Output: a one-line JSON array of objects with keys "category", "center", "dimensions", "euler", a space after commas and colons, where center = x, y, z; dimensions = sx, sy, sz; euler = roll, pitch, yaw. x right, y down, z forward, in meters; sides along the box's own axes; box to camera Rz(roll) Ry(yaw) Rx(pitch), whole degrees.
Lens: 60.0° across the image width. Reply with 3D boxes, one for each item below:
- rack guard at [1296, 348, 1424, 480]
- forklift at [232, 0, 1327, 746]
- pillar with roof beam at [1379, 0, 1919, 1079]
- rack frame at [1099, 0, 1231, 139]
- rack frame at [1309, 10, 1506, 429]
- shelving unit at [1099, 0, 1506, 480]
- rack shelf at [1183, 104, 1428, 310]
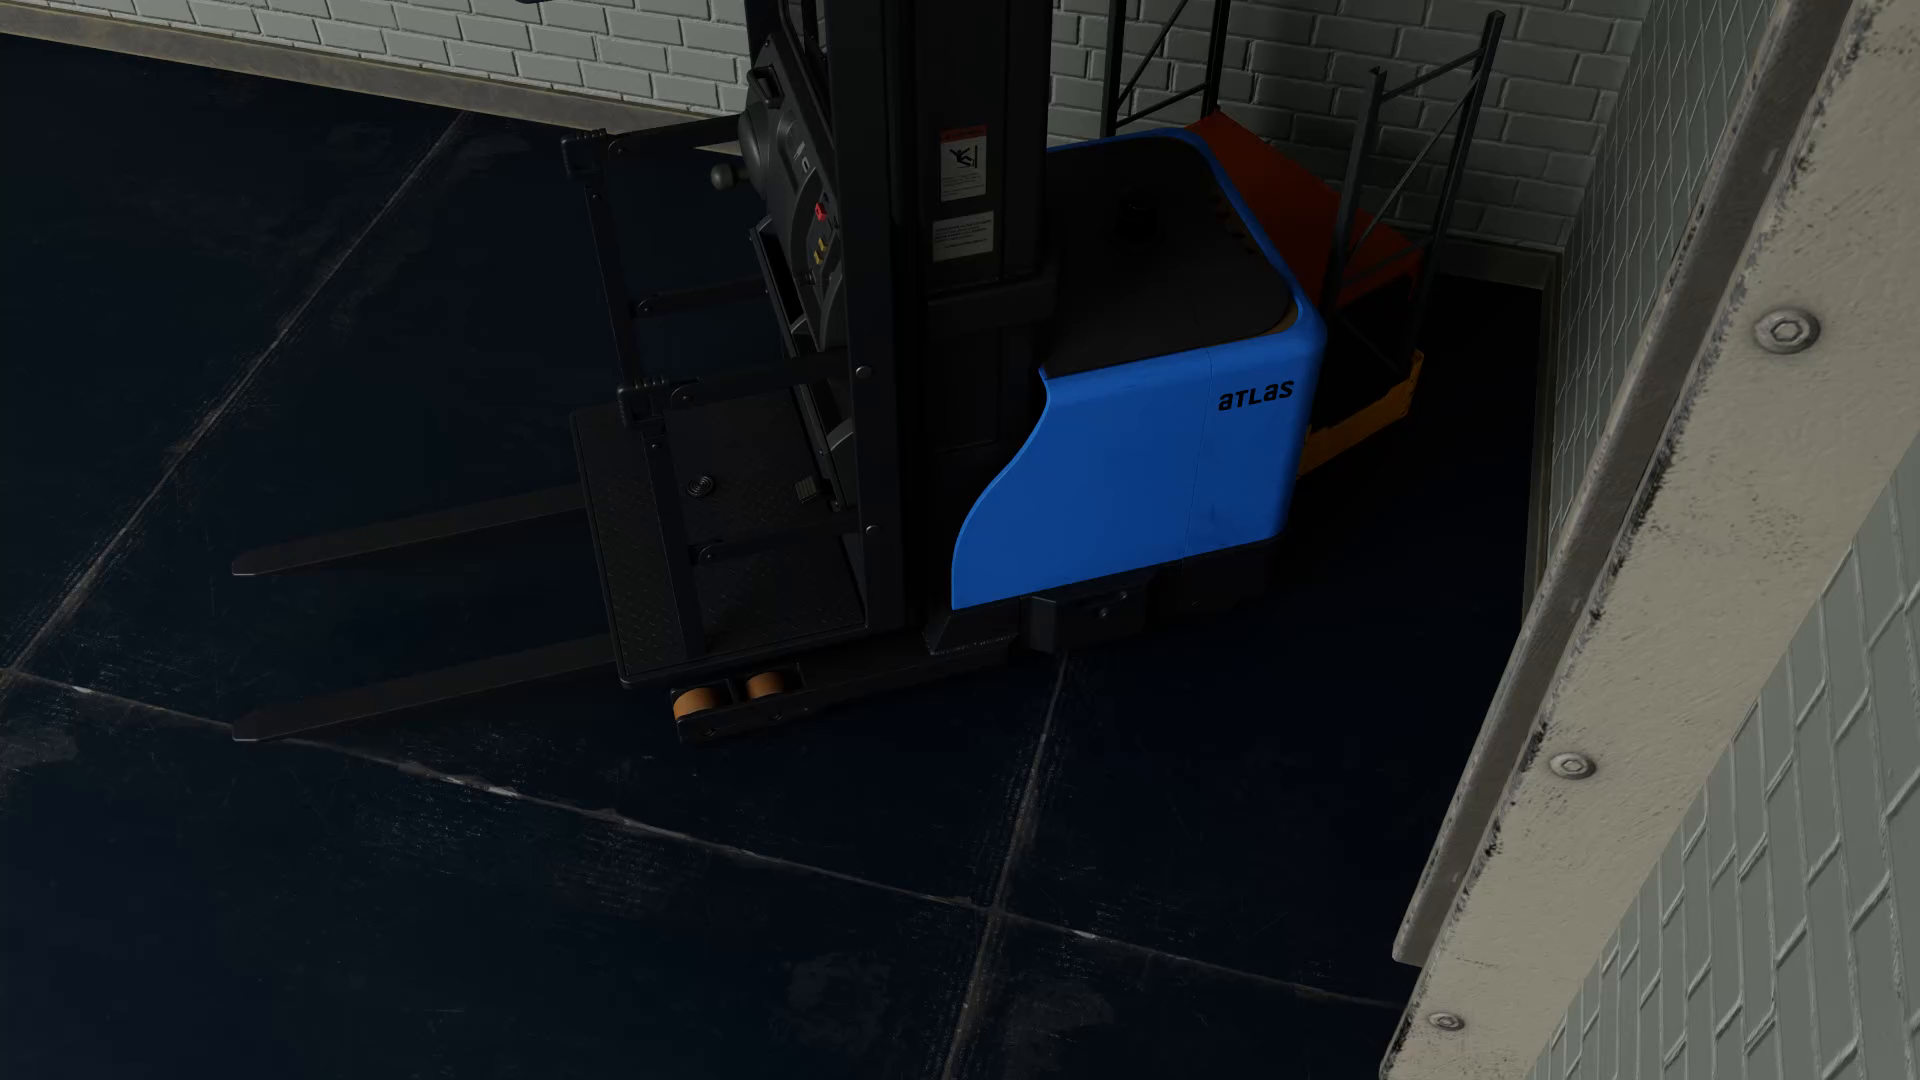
[{"category": "rack guard", "center": [1.269, -0.413, 5.448], "dimensions": [0.587, 0.250, 0.087], "euler": [-29, 55, -23]}, {"category": "forklift", "center": [-0.598, -0.839, 4.036], "dimensions": [3.031, 2.935, 1.130], "euler": [-12, 50, -11]}, {"category": "pillar with roof beam", "center": [-2.926, -2.612, 1.553], "dimensions": [9.100, 9.000, 0.400], "euler": [12, 50, 10]}, {"category": "rack frame", "center": [0.667, -1.440, 5.520], "dimensions": [0.500, 1.500, 0.032], "euler": [-29, 55, -23]}, {"category": "rack frame", "center": [1.270, -0.826, 4.979], "dimensions": [0.500, 1.500, 0.032], "euler": [-29, 55, -23]}, {"category": "shelving unit", "center": [0.974, -1.127, 5.245], "dimensions": [0.587, 1.500, 1.083], "euler": [-29, 55, -23]}, {"category": "rack shelf", "center": [0.969, -1.014, 5.384], "dimensions": [0.538, 0.185, 1.000], "euler": [-29, 55, -23]}]
